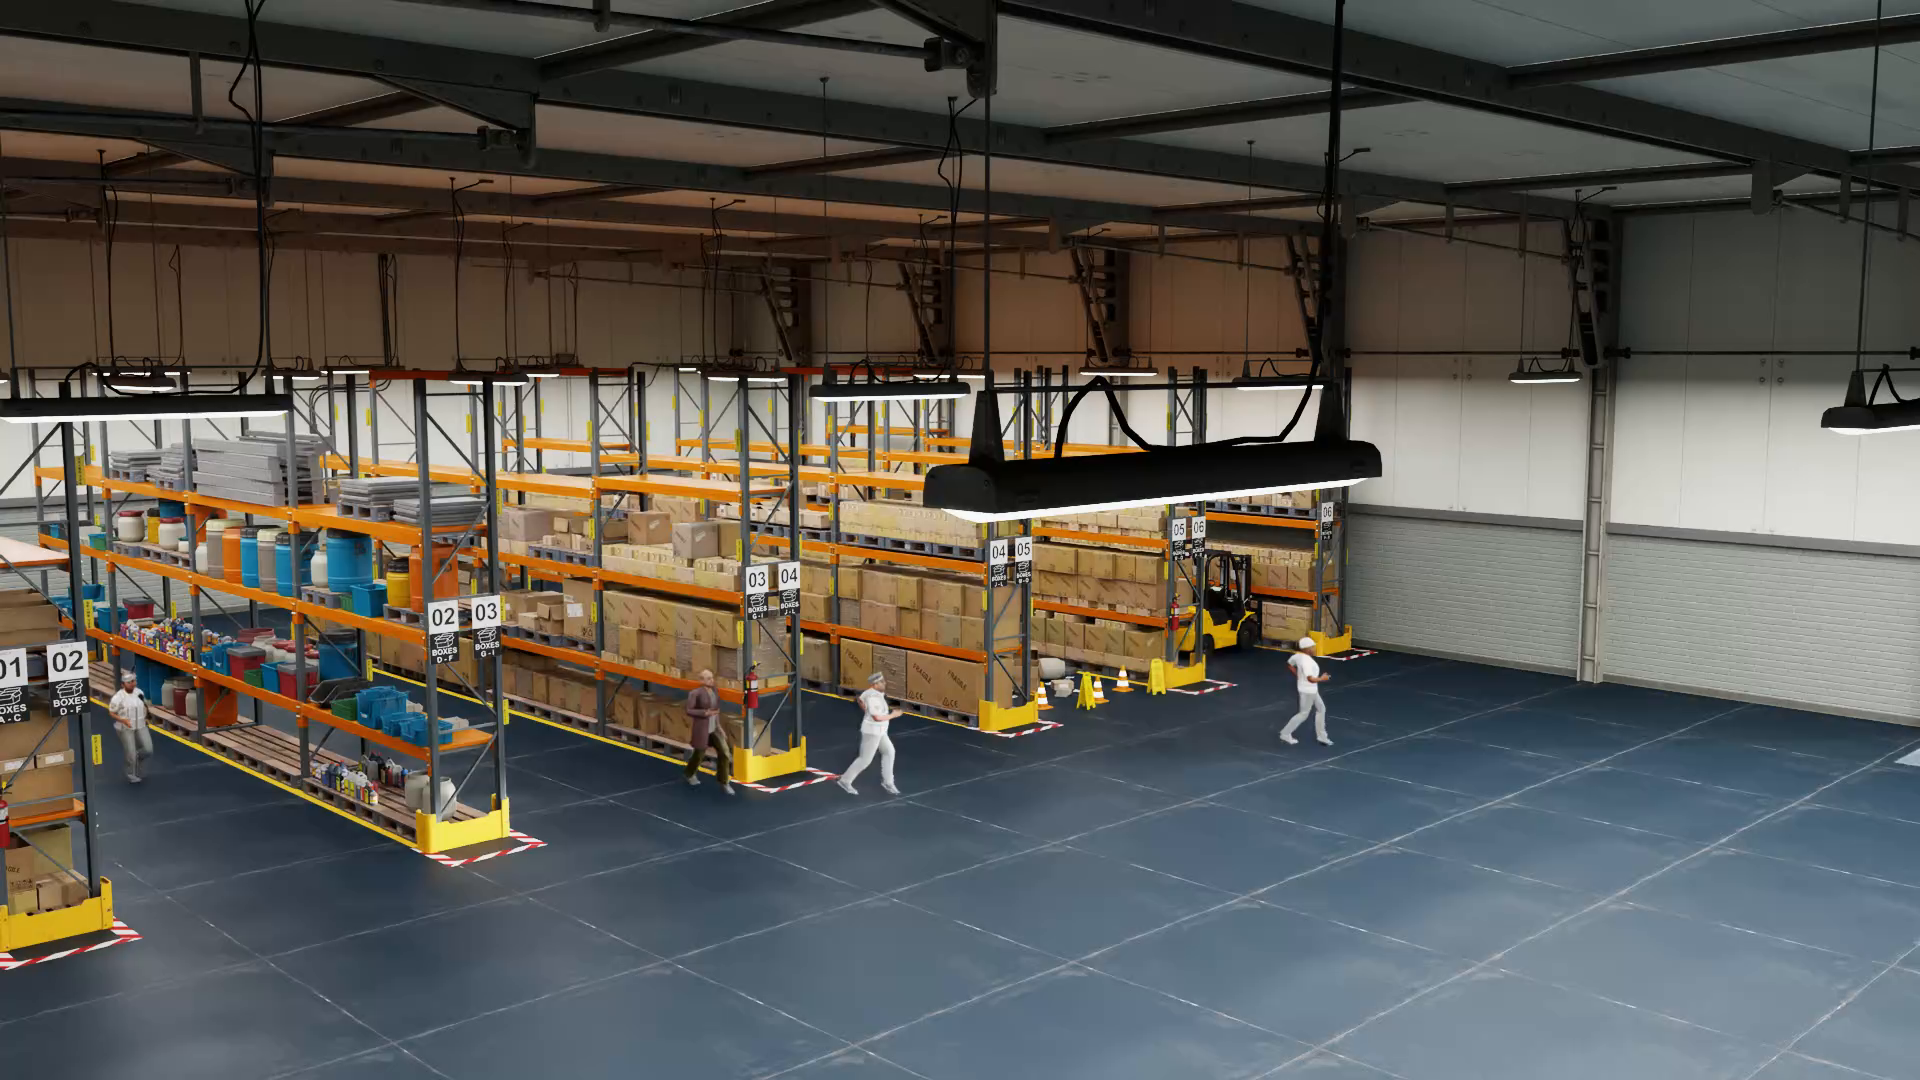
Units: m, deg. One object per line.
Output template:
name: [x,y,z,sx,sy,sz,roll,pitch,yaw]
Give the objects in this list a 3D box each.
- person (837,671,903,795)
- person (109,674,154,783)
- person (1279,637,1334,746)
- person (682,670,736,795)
person: [-1.279,2.783,23.771,0.929,1.838,0.672,0,6,1]
person: [-12.160,2.772,24.456,0.536,1.611,0.581,5,8,38]
person: [5.600,2.443,26.747,0.896,1.785,0.704,1,6,6]
person: [-3.690,2.760,23.952,0.938,1.819,0.728,6,9,43]
